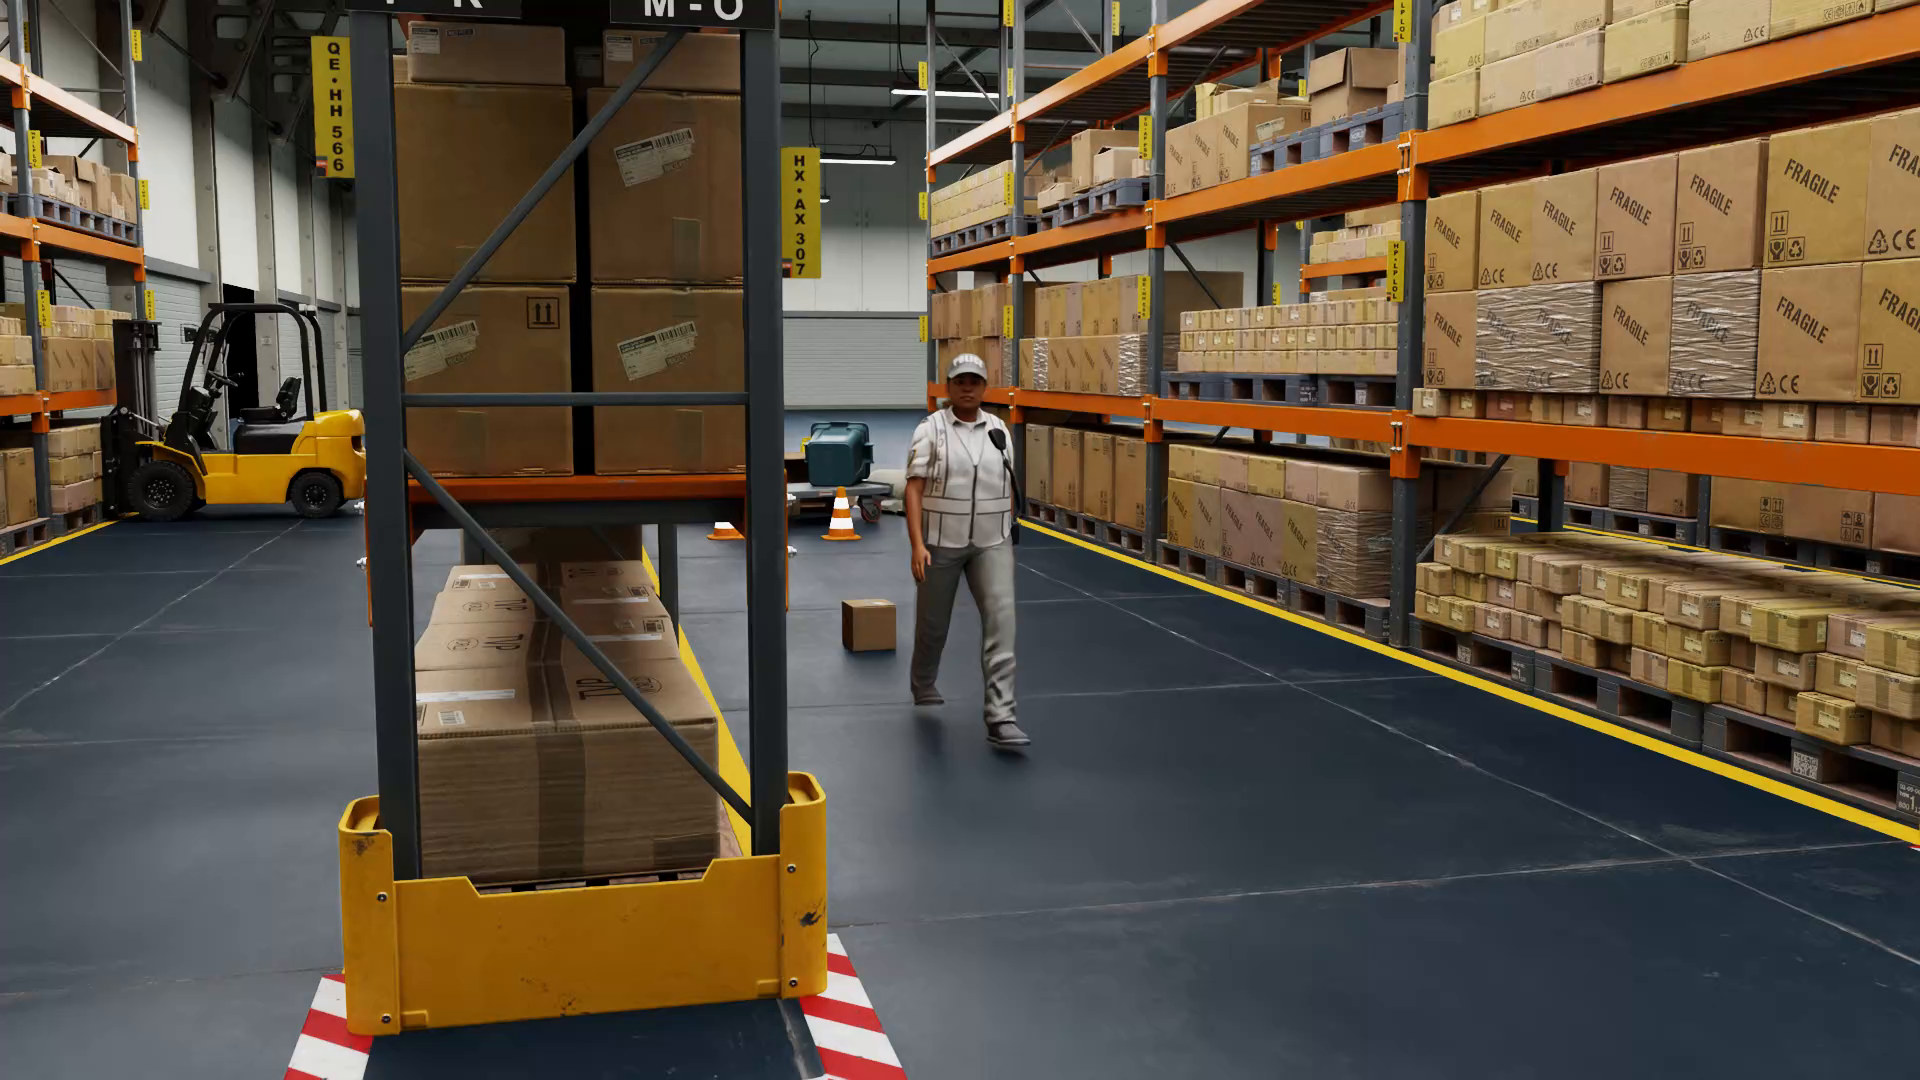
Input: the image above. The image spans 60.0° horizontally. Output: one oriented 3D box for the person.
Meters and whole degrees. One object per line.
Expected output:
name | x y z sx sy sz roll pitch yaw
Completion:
person | 0.011 0.016 7.058 0.503 1.607 1.037 -1 6 -10
